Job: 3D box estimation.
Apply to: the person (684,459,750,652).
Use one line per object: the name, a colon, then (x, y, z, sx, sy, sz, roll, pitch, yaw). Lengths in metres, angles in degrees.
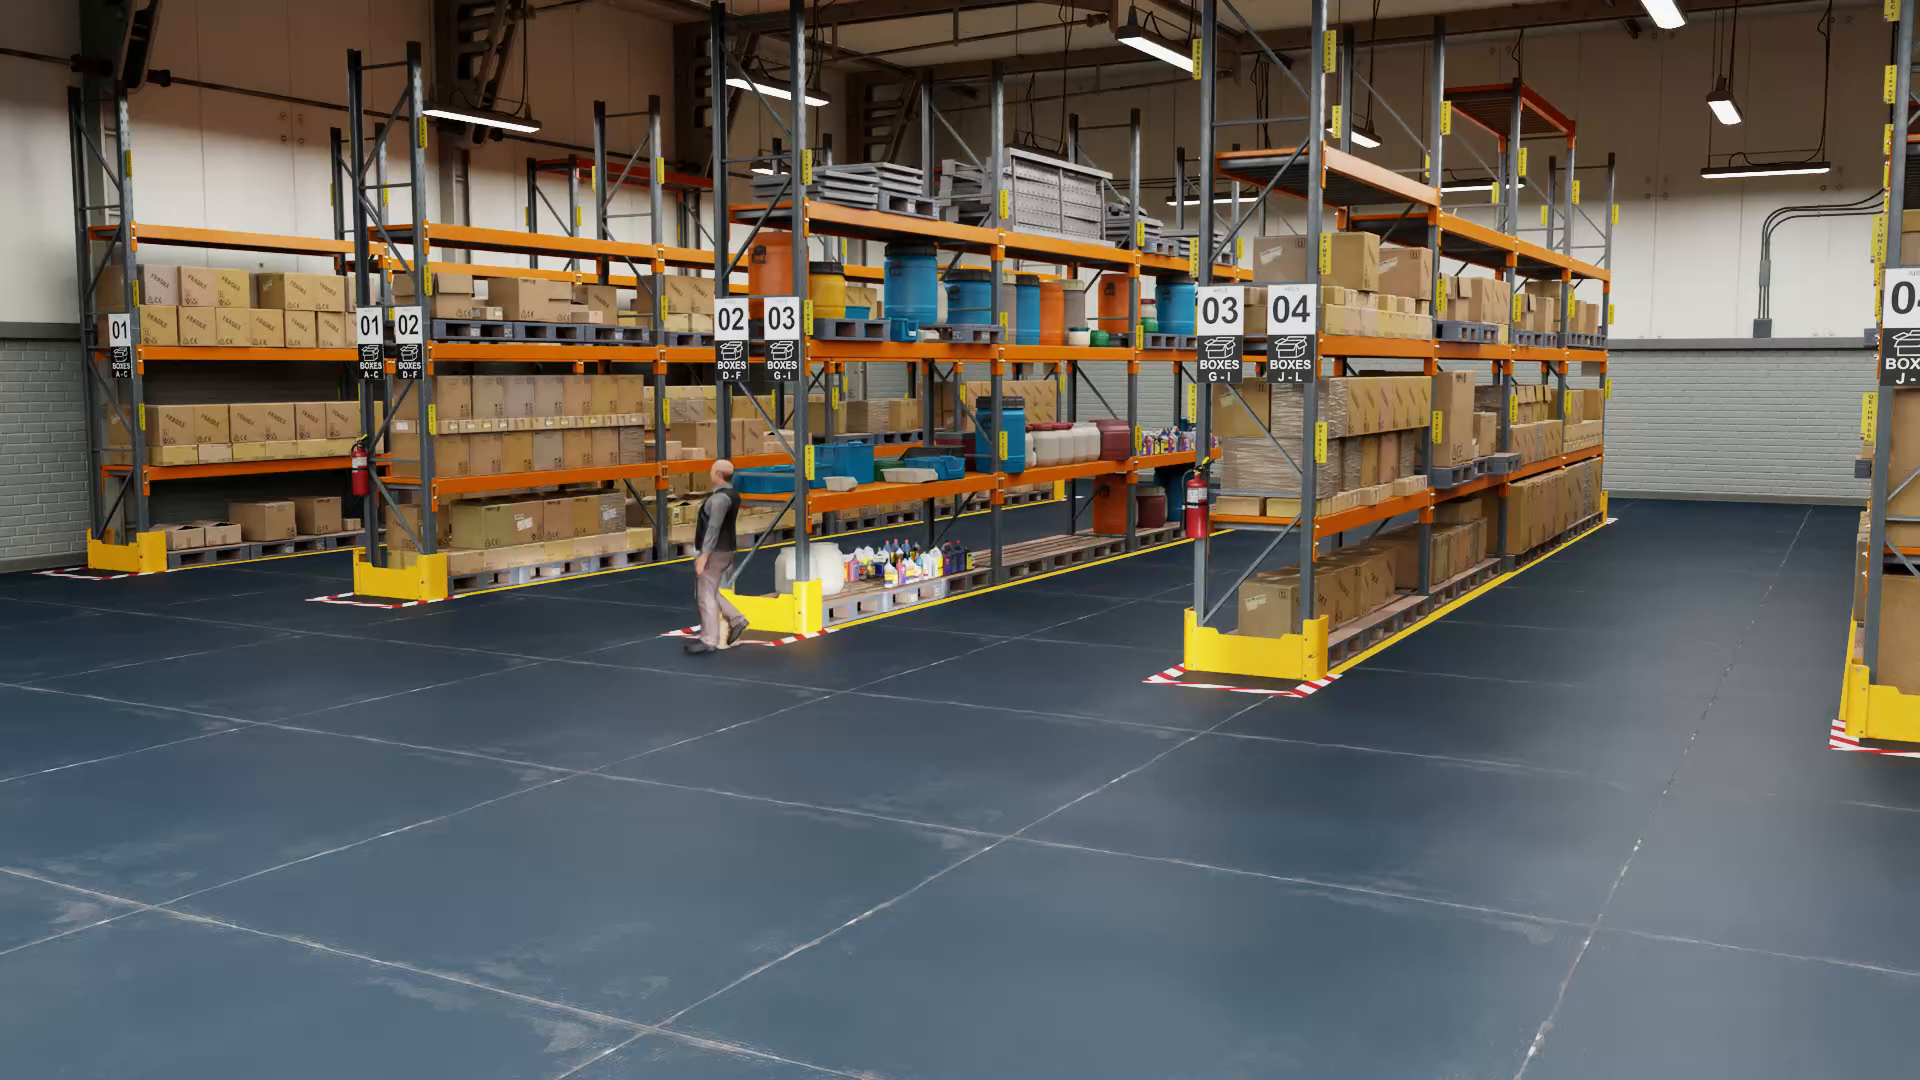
person: (-2.186, 0.135, 14.844, 0.565, 1.711, 0.542, 0, 6, 3)
